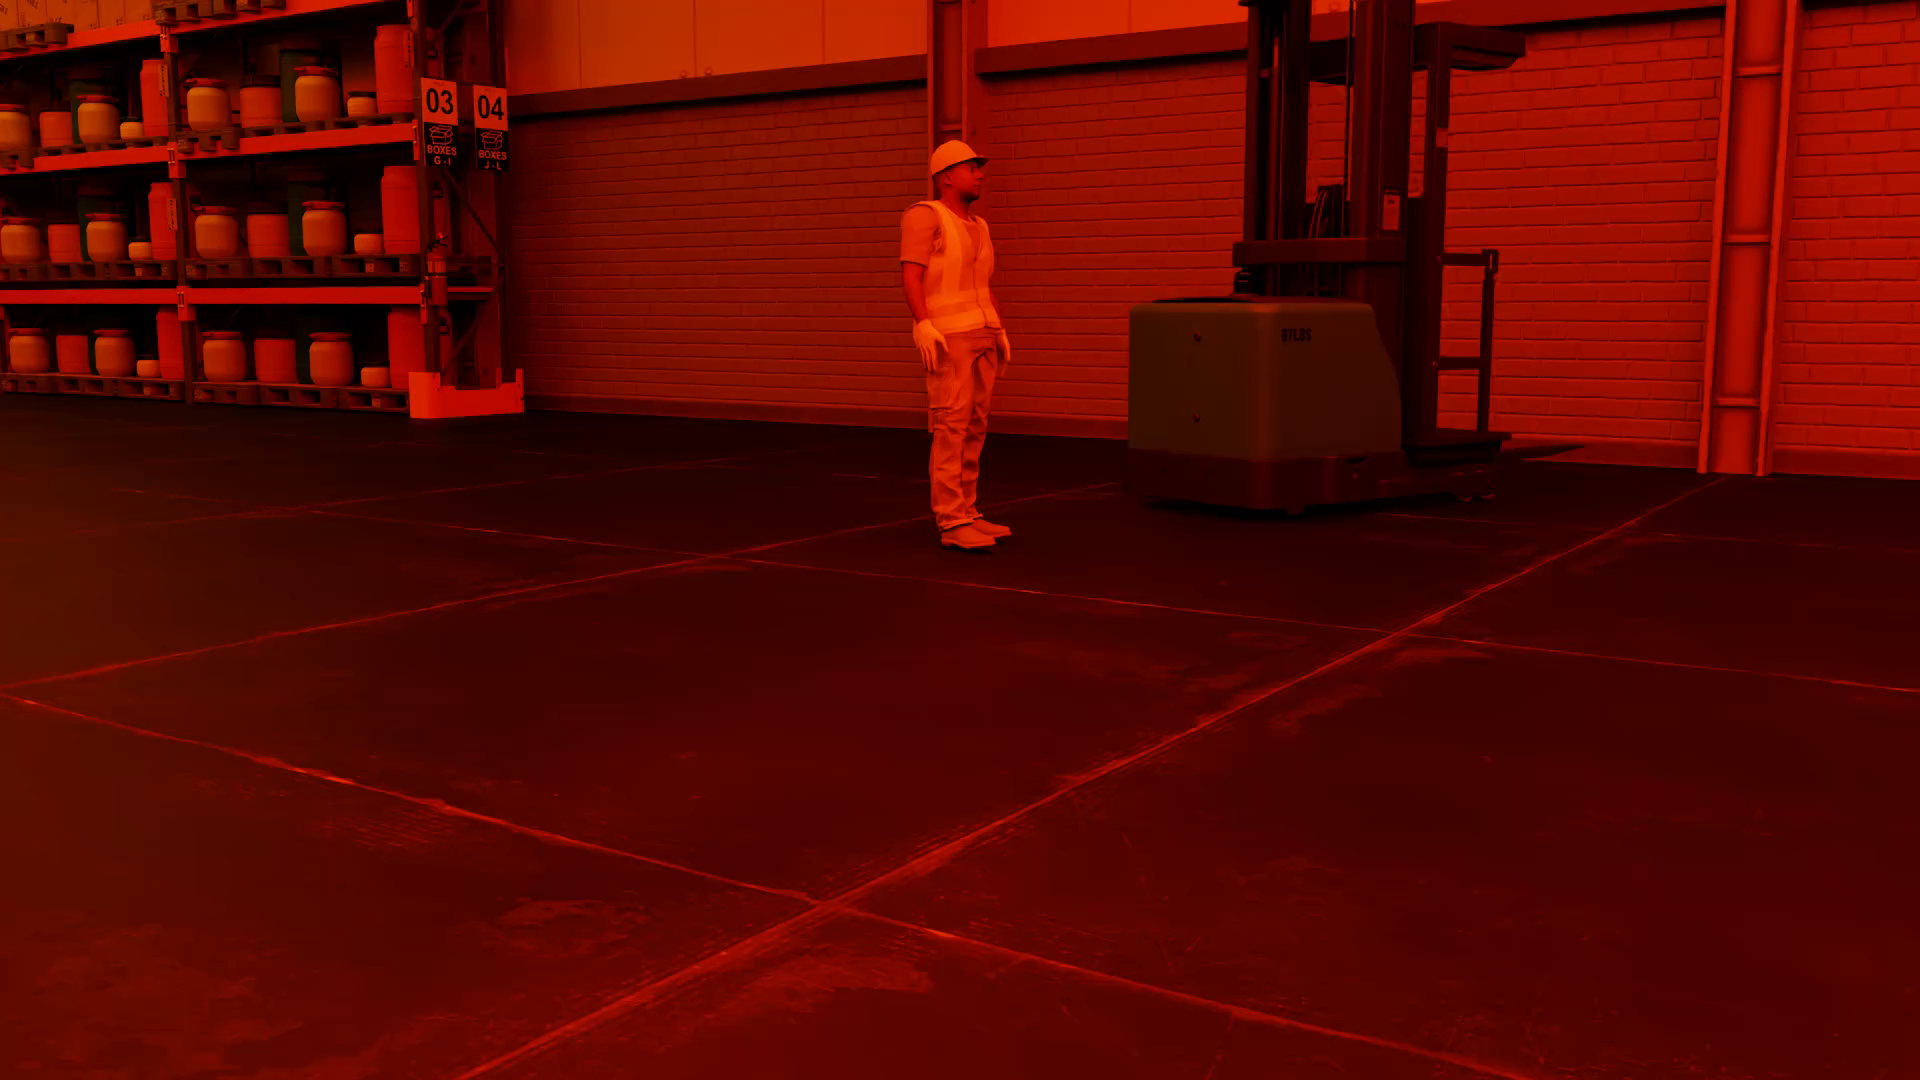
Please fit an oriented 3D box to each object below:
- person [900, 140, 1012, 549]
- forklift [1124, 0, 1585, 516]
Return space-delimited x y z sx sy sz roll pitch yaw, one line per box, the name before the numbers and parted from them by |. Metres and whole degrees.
person | 0.055 -0.884 7.430 0.575 1.785 0.657 5 10 34
forklift | 2.361 -1.709 9.211 3.031 2.935 1.130 -6 10 -37
